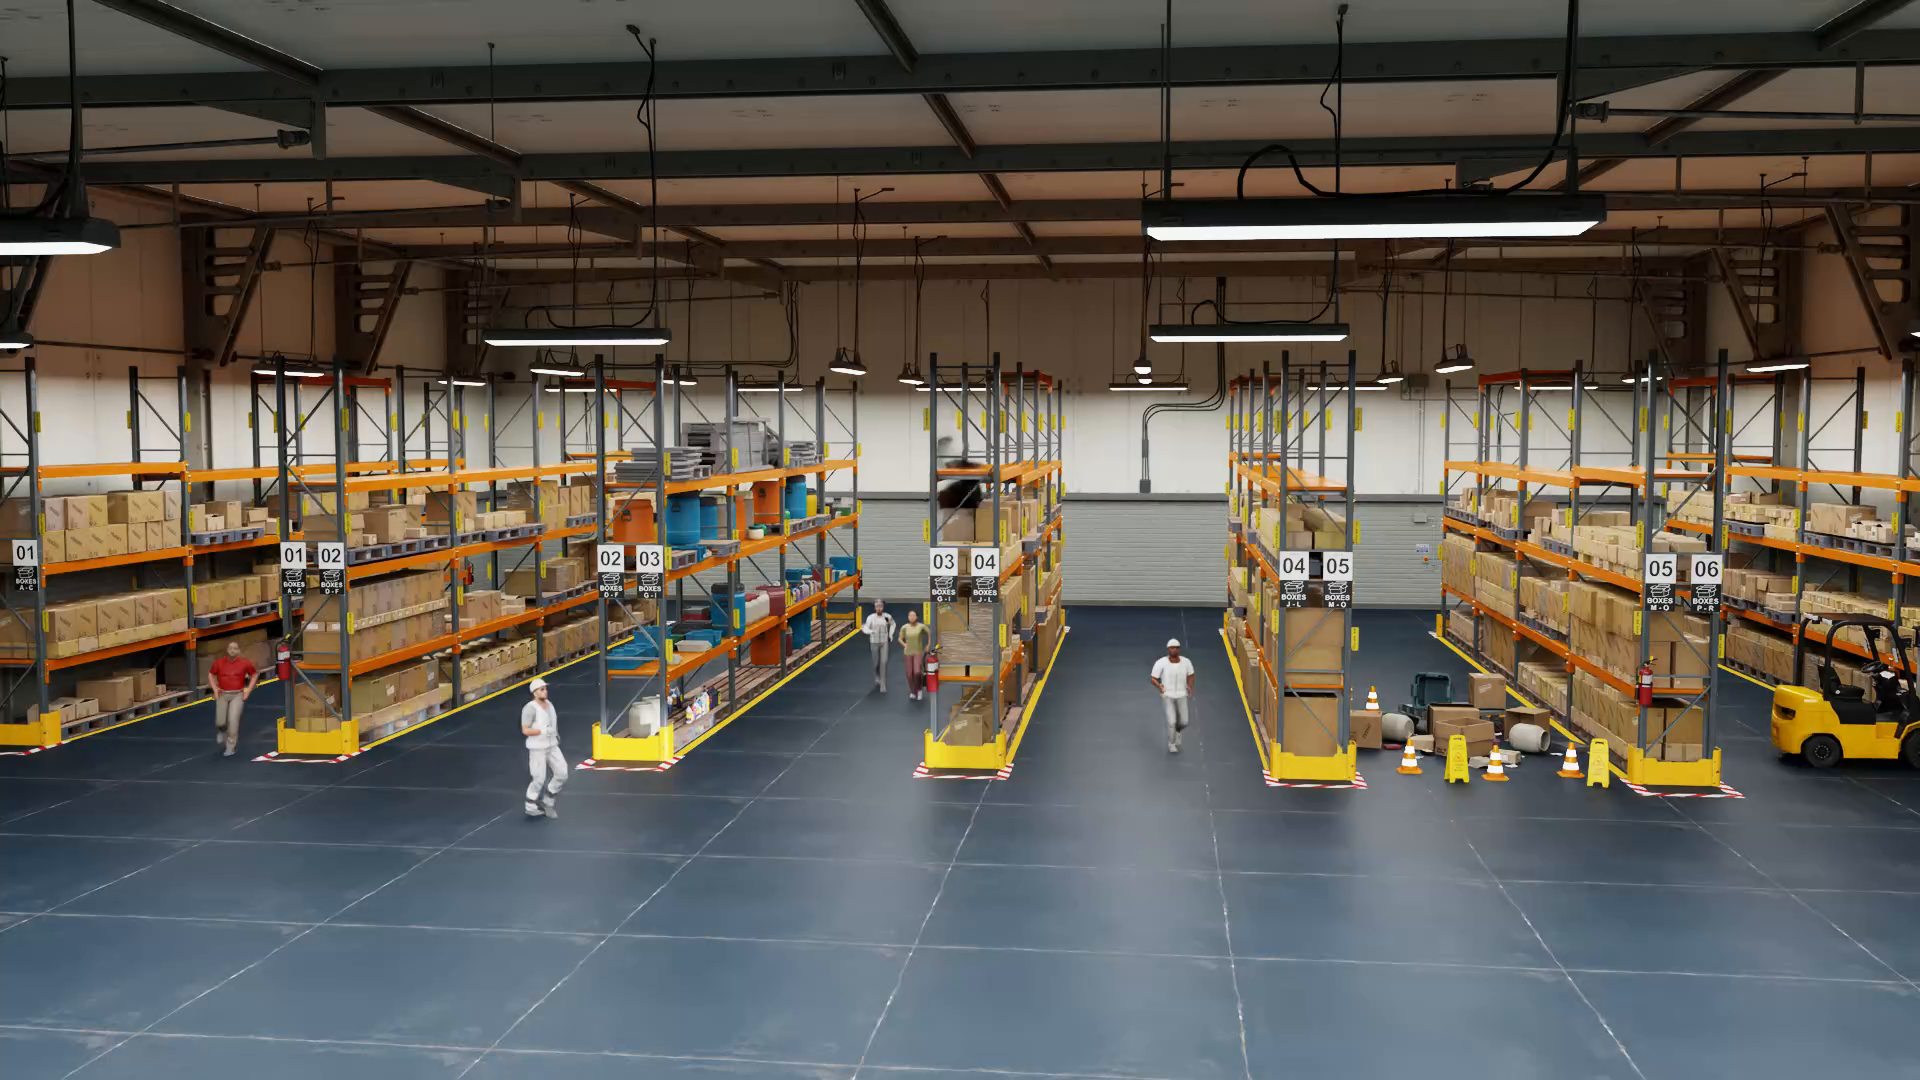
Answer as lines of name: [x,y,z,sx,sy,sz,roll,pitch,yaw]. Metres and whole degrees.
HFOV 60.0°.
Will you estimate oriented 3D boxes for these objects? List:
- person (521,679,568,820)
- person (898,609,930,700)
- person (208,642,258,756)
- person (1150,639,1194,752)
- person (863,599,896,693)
person: [-5.200,2.639,20.885,0.661,1.800,0.633,3,5,33]
person: [-0.819,2.062,29.839,0.596,1.643,0.609,1,4,8]
person: [-11.046,2.403,25.293,0.700,1.734,0.679,-1,4,-17]
person: [3.245,2.360,25.206,0.695,1.717,0.601,0,4,-5]
person: [-1.498,1.939,31.049,0.612,1.702,0.920,0,4,-3]
